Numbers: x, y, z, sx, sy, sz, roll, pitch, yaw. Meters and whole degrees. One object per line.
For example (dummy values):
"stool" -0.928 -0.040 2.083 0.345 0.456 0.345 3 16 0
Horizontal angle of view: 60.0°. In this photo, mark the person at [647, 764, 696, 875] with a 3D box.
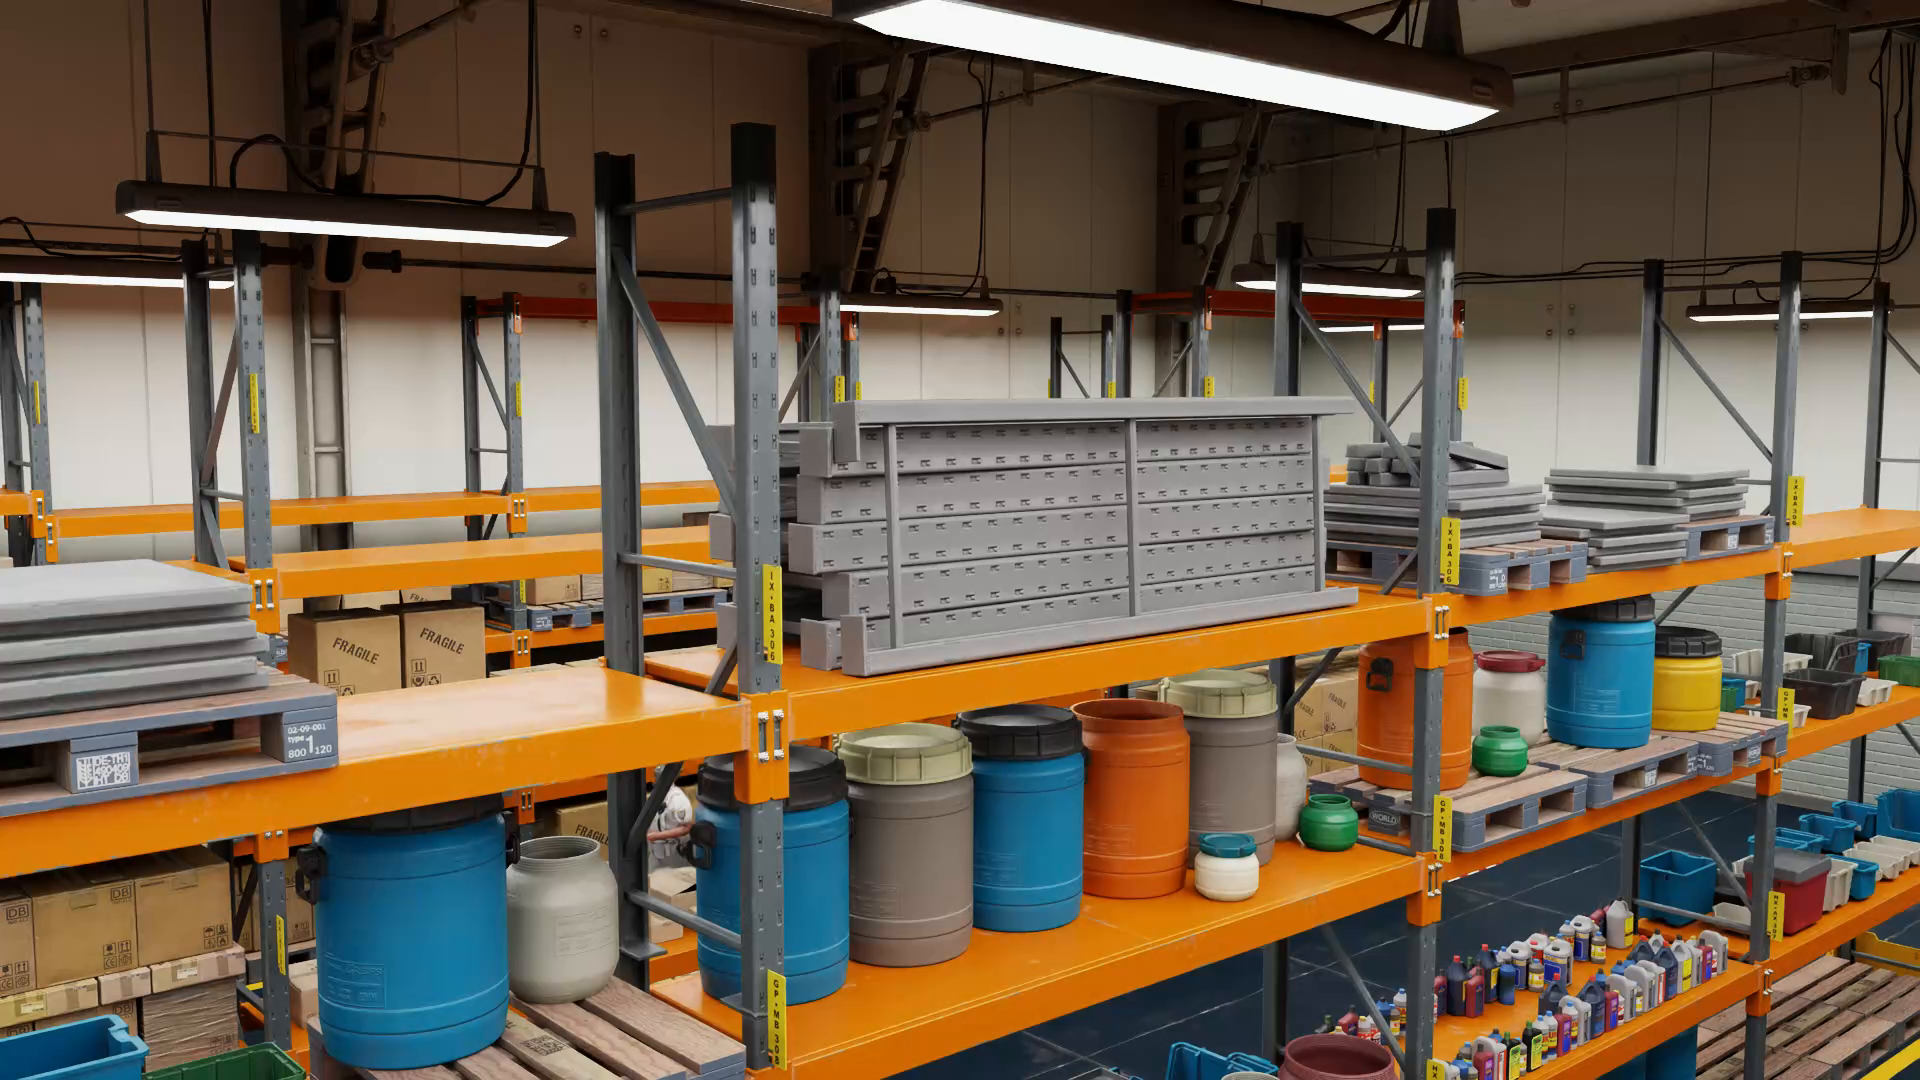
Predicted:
"person" -2.696 2.860 15.176 0.655 1.772 0.637 -5 8 -44
